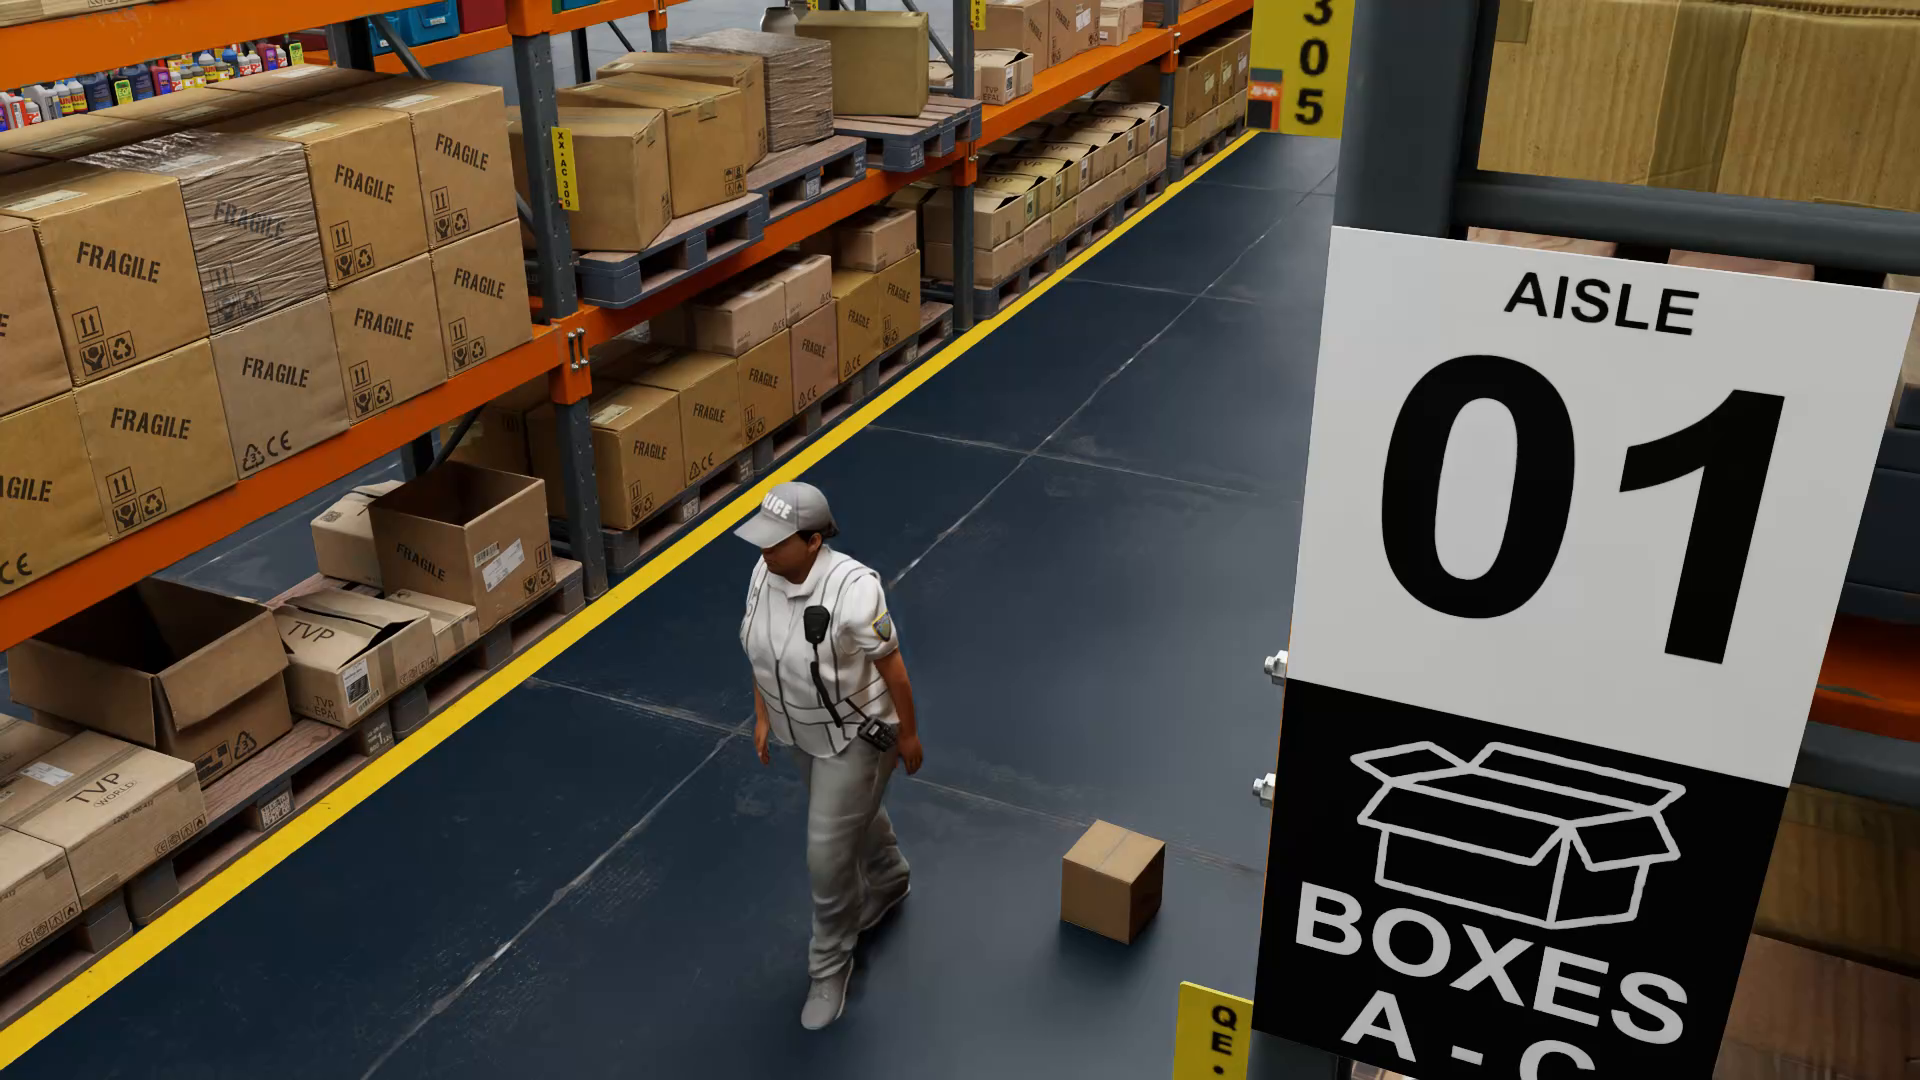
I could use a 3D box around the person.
[{"bbox_3d":[-0.389,0.580,4.982,0.507,1.695,0.652,22,34,38],"label":"person"}]
